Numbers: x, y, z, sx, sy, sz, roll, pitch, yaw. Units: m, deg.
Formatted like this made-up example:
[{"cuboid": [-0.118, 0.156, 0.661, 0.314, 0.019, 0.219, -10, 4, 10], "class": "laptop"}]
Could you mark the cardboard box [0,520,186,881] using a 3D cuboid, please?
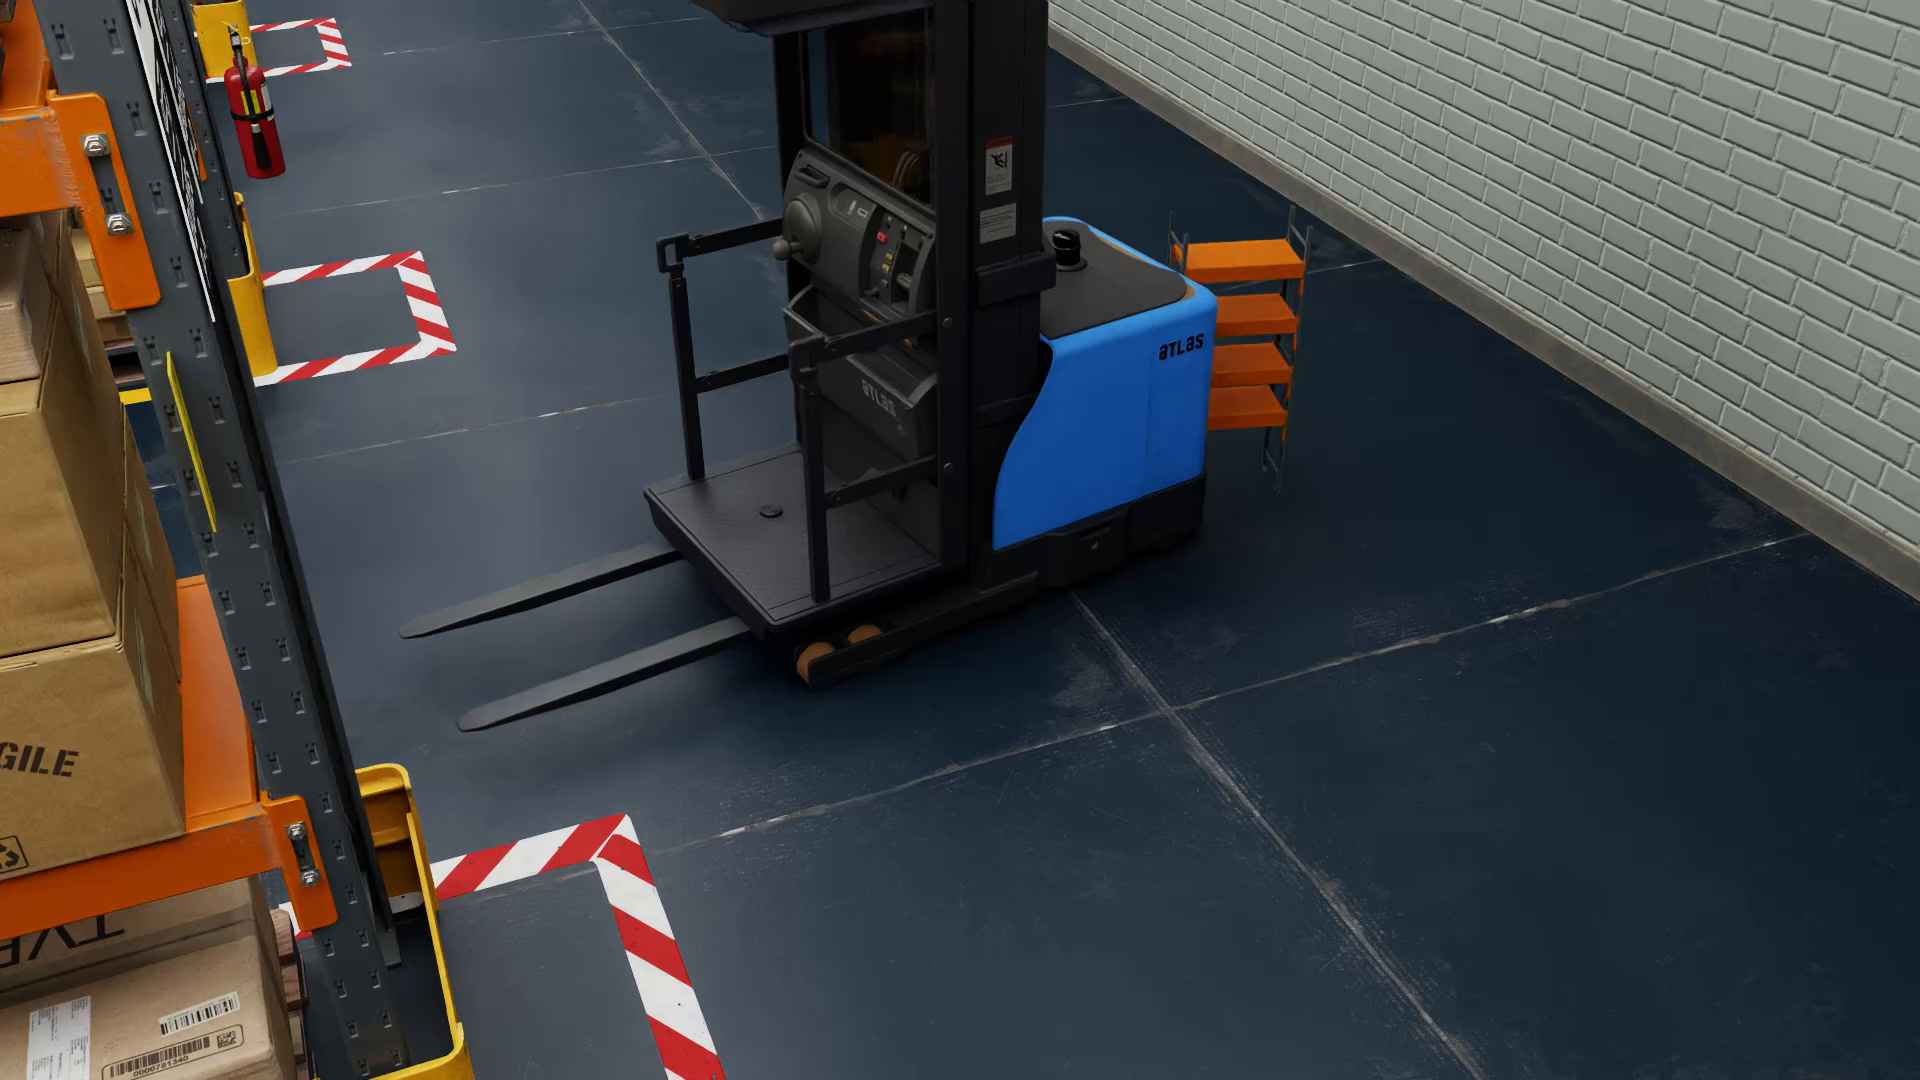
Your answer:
[{"cuboid": [-1.919, 0.328, 3.403, 0.500, 0.500, 0.500, -13, 35, -19], "class": "cardboard box"}]

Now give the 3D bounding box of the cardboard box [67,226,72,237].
[{"cuboid": [-4.230, -1.300, 7.680, 0.250, 0.149, 0.380, -12, 35, -18], "class": "cardboard box"}]

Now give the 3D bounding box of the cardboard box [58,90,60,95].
[{"cuboid": [-4.021, -1.983, 7.277, 0.250, 0.149, 0.380, -13, 35, -19], "class": "cardboard box"}]

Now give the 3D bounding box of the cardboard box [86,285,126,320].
[{"cuboid": [-3.962, -1.183, 7.774, 0.250, 0.149, 0.380, -14, 36, -20], "class": "cardboard box"}]

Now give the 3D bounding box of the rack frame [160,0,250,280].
[{"cuboid": [-3.586, -2.333, 7.584, 0.127, 3.000, 1.000, -13, 35, -19], "class": "rack frame"}]

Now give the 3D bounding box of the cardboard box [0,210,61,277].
[{"cuboid": [-2.011, -0.662, 3.414, 0.250, 0.149, 0.380, -12, 35, -18], "class": "cardboard box"}]

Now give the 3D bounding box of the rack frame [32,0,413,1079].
[{"cuboid": [-1.577, 0.135, 3.792, 0.127, 3.000, 1.000, -13, 35, -19], "class": "rack frame"}]

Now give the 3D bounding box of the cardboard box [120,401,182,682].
[{"cuboid": [-2.130, 0.050, 3.831, 0.500, 0.500, 0.500, -13, 35, -19], "class": "cardboard box"}]

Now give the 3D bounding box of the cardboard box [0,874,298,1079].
[{"cuboid": [-2.146, 1.223, 4.084, 0.875, 0.438, 0.875, -14, 36, -21], "class": "cardboard box"}]

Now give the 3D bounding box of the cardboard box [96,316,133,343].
[{"cuboid": [-3.991, -1.098, 7.915, 0.250, 0.149, 0.380, -12, 35, -18], "class": "cardboard box"}]

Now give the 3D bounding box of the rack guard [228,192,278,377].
[{"cuboid": [-3.656, -1.269, 8.241, 0.348, 0.500, 1.175, -13, 35, -19], "class": "rack guard"}]

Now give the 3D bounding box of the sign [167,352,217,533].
[{"cuboid": [-1.379, -0.173, 2.987, 0.005, 0.325, 0.100, -13, 35, -19], "class": "sign"}]

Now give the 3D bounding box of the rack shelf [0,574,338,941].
[{"cuboid": [-3.421, 0.859, 3.339, 4.000, 0.370, 1.077, -13, 35, -19], "class": "rack shelf"}]

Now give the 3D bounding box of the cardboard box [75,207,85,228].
[{"cuboid": [-4.201, -1.623, 8.178, 0.250, 0.149, 0.380, -15, 36, -21], "class": "cardboard box"}]

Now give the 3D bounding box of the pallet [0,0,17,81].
[{"cuboid": [-2.257, -0.923, 2.749, 1.213, 0.211, 1.003, -13, 35, -19], "class": "pallet"}]

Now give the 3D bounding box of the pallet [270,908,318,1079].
[{"cuboid": [-2.284, 1.512, 4.232, 1.213, 0.211, 1.003, -13, 35, -19], "class": "pallet"}]

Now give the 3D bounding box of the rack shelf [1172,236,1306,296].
[{"cuboid": [1.092, -1.073, 6.579, 0.480, 0.148, 0.258, -4, 33, -6], "class": "rack shelf"}]

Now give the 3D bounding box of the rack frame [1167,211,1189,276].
[{"cuboid": [0.850, -0.726, 6.766, 0.015, 1.200, 0.240, -4, 33, -6], "class": "rack frame"}]

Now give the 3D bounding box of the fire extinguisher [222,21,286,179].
[{"cuboid": [-3.175, -1.965, 7.432, 0.183, 0.674, 0.296, -13, 35, -19], "class": "fire extinguisher"}]

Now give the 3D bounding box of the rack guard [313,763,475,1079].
[{"cuboid": [-1.554, 1.178, 4.481, 0.348, 0.500, 1.175, -13, 35, -19], "class": "rack guard"}]

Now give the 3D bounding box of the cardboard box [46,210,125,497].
[{"cuboid": [-2.129, -0.368, 3.556, 0.500, 0.500, 0.500, -14, 35, -20], "class": "cardboard box"}]

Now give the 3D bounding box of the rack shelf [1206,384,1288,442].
[{"cuboid": [1.092, -0.521, 6.938, 0.480, 0.148, 0.258, -4, 33, -6], "class": "rack shelf"}]

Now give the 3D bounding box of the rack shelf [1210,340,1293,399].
[{"cuboid": [1.092, -0.687, 6.830, 0.480, 0.148, 0.258, -4, 33, -6], "class": "rack shelf"}]

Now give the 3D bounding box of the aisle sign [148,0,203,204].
[{"cuboid": [-1.623, -1.115, 3.330, 0.004, 0.787, 0.394, -13, 35, -19], "class": "aisle sign"}]

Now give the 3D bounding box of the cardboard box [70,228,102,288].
[{"cuboid": [-3.976, -1.324, 7.718, 0.250, 0.149, 0.380, -12, 35, -18], "class": "cardboard box"}]

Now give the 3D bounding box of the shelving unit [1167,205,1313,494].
[{"cuboid": [1.092, -0.744, 6.793, 0.503, 1.200, 0.258, -4, 33, -6], "class": "shelving unit"}]

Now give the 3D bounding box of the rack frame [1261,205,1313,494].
[{"cuboid": [1.334, -0.761, 6.820, 0.015, 1.200, 0.240, -4, 33, -6], "class": "rack frame"}]

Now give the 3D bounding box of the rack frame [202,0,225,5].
[{"cuboid": [-5.413, -4.848, 11.450, 0.127, 3.000, 1.000, -13, 35, -19], "class": "rack frame"}]

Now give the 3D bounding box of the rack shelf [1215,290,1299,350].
[{"cuboid": [1.092, -0.875, 6.708, 0.480, 0.148, 0.258, -4, 33, -6], "class": "rack shelf"}]

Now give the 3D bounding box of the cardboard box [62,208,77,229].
[{"cuboid": [-4.408, -1.504, 7.995, 0.250, 0.149, 0.380, -12, 35, -18], "class": "cardboard box"}]

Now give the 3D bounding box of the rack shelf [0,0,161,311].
[{"cuboid": [-3.421, -0.398, 2.521, 4.000, 0.370, 1.077, -13, 35, -19], "class": "rack shelf"}]

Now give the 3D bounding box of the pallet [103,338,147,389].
[{"cuboid": [-4.419, -0.994, 8.084, 1.213, 0.211, 1.003, -13, 35, -19], "class": "pallet"}]

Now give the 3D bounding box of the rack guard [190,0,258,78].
[{"cuboid": [-5.391, -3.805, 12.140, 0.348, 0.500, 1.175, -13, 35, -19], "class": "rack guard"}]

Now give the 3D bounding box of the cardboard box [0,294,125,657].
[{"cuboid": [-1.929, -0.104, 3.151, 0.500, 0.500, 0.500, -12, 35, -17], "class": "cardboard box"}]

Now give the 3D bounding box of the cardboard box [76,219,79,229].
[{"cuboid": [-4.443, -1.427, 8.149, 0.250, 0.149, 0.380, -13, 35, -19], "class": "cardboard box"}]

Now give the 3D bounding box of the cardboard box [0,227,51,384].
[{"cuboid": [-1.830, -0.421, 3.044, 0.250, 0.149, 0.380, -12, 35, -18], "class": "cardboard box"}]

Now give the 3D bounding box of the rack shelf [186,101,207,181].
[{"cuboid": [-5.430, -1.609, 7.132, 4.000, 0.370, 1.077, -13, 35, -19], "class": "rack shelf"}]

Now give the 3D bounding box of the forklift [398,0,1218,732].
[{"cuboid": [-0.532, -1.025, 5.638, 3.031, 2.935, 1.130, -20, 38, -27], "class": "forklift"}]

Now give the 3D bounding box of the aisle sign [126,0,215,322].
[{"cuboid": [-1.390, -0.814, 2.866, 0.004, 0.787, 0.394, -13, 35, -19], "class": "aisle sign"}]
